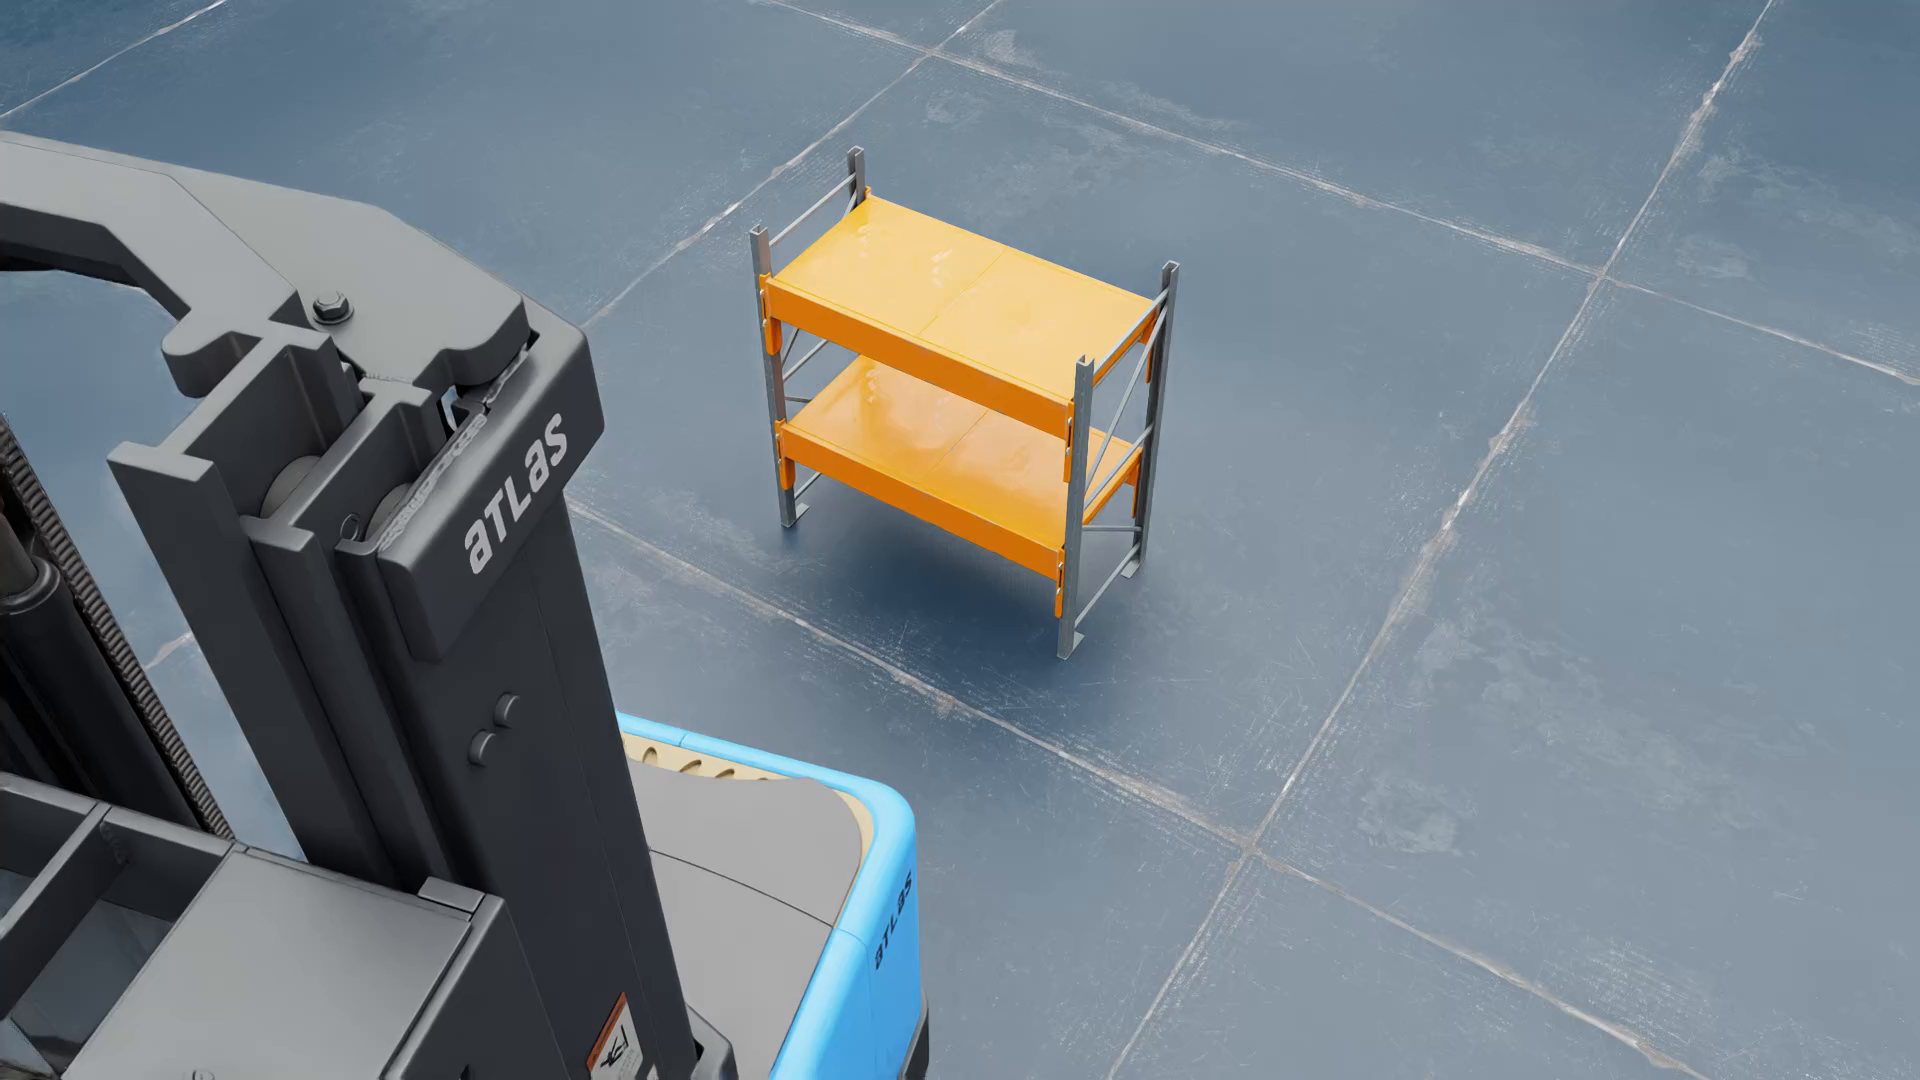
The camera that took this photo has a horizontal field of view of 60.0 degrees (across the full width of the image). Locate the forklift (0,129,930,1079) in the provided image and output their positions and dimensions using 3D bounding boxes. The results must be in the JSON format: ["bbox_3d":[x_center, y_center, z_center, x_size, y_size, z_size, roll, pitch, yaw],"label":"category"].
[{"bbox_3d":[-1.011,1.122,2.116,1.130,2.935,3.031,13,47,12],"label":"forklift"}]

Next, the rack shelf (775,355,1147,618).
[{"bbox_3d":[0.006,-0.219,5.019,1.000,0.278,0.538,25,51,22],"label":"rack shelf"}]

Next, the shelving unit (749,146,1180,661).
[{"bbox_3d":[0.006,-0.389,4.844,1.048,1.125,0.538,25,51,22],"label":"shelving unit"}]

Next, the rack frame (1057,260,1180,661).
[{"bbox_3d":[0.434,-0.193,4.653,0.032,1.125,0.500,25,51,22],"label":"rack frame"}]

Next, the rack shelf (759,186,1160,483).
[{"bbox_3d":[0.006,-0.593,4.634,1.000,0.278,0.538,25,51,22],"label":"rack shelf"}]

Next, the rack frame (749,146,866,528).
[{"bbox_3d":[-0.422,-0.586,5.035,0.032,1.125,0.500,25,51,22],"label":"rack frame"}]
